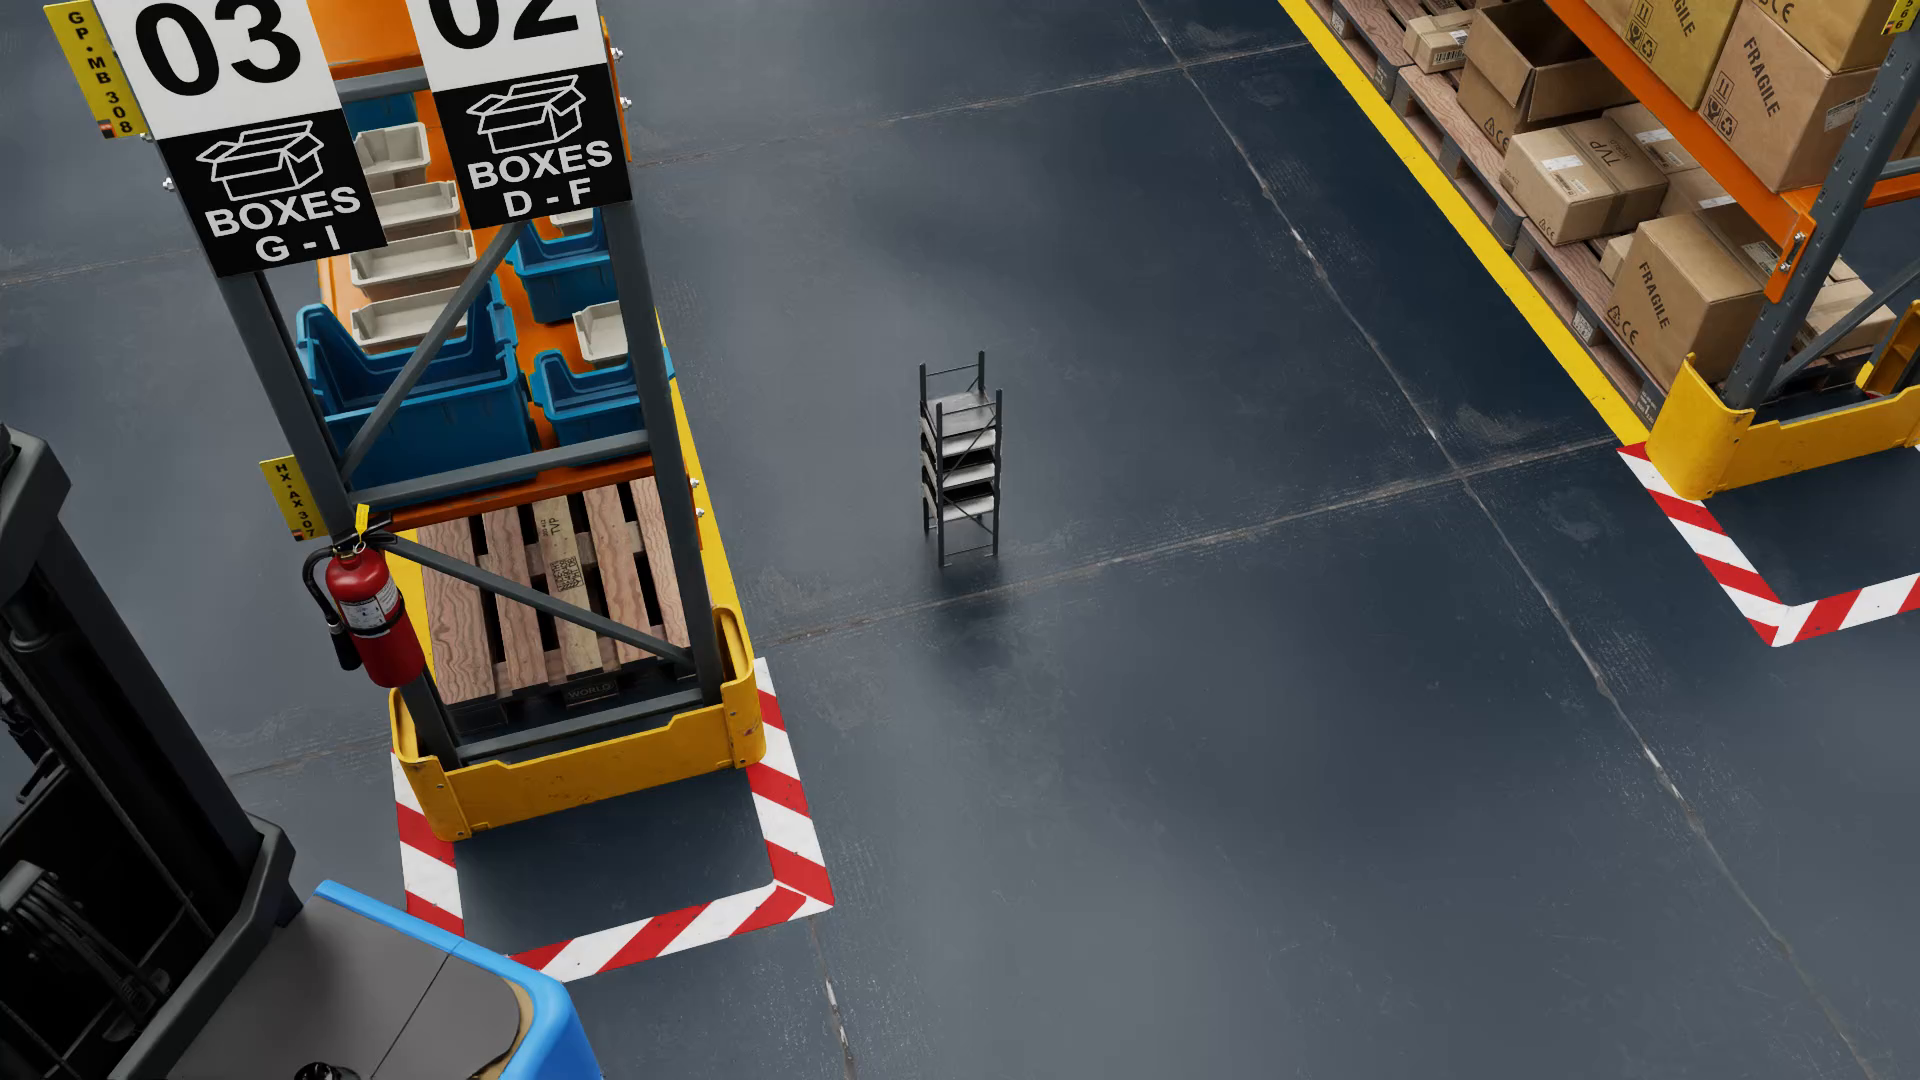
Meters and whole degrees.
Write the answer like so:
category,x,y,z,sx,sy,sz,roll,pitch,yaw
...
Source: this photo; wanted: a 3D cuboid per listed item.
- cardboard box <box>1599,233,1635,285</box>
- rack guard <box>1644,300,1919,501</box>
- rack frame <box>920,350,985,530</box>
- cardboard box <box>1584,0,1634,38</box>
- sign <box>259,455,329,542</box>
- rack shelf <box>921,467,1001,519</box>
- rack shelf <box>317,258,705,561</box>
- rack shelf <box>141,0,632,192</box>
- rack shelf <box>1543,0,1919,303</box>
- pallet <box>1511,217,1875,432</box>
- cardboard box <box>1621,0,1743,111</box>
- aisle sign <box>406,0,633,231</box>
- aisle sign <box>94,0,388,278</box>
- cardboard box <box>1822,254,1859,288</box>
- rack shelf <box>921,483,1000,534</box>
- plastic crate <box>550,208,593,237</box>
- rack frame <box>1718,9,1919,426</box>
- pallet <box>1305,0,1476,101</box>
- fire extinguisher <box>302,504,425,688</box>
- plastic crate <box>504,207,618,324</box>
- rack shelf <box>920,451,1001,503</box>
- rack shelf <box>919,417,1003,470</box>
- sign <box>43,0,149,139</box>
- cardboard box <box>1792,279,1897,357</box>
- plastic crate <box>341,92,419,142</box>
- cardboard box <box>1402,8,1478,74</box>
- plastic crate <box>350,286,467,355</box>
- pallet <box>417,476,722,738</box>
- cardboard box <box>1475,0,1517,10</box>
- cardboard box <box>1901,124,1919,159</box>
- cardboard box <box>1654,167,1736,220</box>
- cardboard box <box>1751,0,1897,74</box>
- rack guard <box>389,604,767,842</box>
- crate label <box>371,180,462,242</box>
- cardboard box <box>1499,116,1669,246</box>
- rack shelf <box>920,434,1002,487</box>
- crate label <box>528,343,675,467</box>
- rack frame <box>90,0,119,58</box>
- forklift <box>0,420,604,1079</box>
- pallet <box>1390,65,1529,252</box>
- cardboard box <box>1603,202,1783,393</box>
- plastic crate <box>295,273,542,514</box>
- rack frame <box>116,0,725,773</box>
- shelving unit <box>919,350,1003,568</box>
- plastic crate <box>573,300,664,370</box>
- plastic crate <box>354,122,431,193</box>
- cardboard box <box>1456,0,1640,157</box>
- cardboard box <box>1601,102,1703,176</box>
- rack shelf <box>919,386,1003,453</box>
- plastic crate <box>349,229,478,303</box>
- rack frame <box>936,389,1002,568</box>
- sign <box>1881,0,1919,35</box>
category,x,y,z,sx,sy,sz,roll,pitch,yaw
cardboard box,3.003,-1.199,7.154,0.380,0.166,0.250,-13,51,-11
rack guard,3.410,-0.563,6.687,1.175,0.500,0.348,-13,51,-11
rack frame,-0.028,-0.358,6.253,0.240,0.900,0.006,-13,51,-11
cardboard box,2.741,-2.355,6.497,0.500,0.500,0.500,-13,51,-11
sign,-1.821,-0.112,4.566,0.100,0.325,0.005,-13,51,-11
rack shelf,0.002,-0.205,6.285,0.258,0.077,0.200,-13,51,-11
rack shelf,-1.892,-1.425,6.249,1.077,0.370,4.000,-13,51,-11
rack shelf,-1.892,-2.391,5.102,1.077,0.370,4.000,-13,51,-11
rack shelf,2.841,-2.542,7.191,1.077,0.370,4.000,-13,51,-11
pallet,3.174,-1.052,7.288,1.003,0.211,1.213,-13,51,-11
cardboard box,2.884,-1.989,6.189,0.500,0.500,0.500,-13,51,-11
aisle sign,-0.995,-1.048,3.761,0.394,0.787,0.004,-13,51,-11
aisle sign,-1.559,-0.915,3.649,0.394,0.787,0.004,-13,51,-11
cardboard box,3.563,-1.108,7.077,0.380,0.166,0.250,-13,51,-11
rack shelf,0.002,-0.147,6.354,0.258,0.077,0.200,-13,51,-11
plastic crate,-1.275,-1.133,5.666,0.250,0.136,0.298,-13,51,-11
rack frame,3.433,-1.313,5.685,1.000,3.000,0.127,-13,51,-11
pallet,2.452,-2.834,8.791,1.003,0.211,1.213,-13,51,-11
fire extinguisher,-1.690,0.162,4.735,0.296,0.674,0.183,-13,51,-11
plastic crate,-1.253,-0.897,5.404,0.416,0.233,0.300,-13,51,-11
rack shelf,0.002,-0.263,6.216,0.258,0.077,0.200,-13,51,-11
rack shelf,0.002,-0.379,6.078,0.258,0.077,0.200,-13,51,-11
sign,-1.821,-0.993,3.521,0.100,0.325,0.005,-13,51,-11
cardboard box,3.637,-0.919,6.930,0.380,0.149,0.250,-13,51,-11
plastic crate,-2.152,-1.603,6.000,0.416,0.233,0.300,-13,51,-11
cardboard box,2.433,-2.478,8.232,0.380,0.166,0.250,-13,51,-11
plastic crate,-1.714,-0.685,5.288,0.396,0.136,0.243,-13,51,-11
pallet,-1.507,0.092,6.324,1.003,0.211,1.213,-13,51,-11
cardboard box,2.911,-2.610,8.249,0.500,0.311,0.500,-13,51,-11
cardboard box,3.553,-1.729,5.970,0.500,0.500,0.500,-12,51,-10
cardboard box,3.395,-1.395,7.264,0.500,0.250,0.500,-13,51,-11
cardboard box,3.038,-1.930,5.486,0.500,0.500,0.500,-14,51,-11
rack guard,-1.281,0.625,5.686,1.175,0.500,0.348,-13,51,-11
crate label,-1.892,-1.098,5.636,0.396,0.136,0.243,-13,51,-11
cardboard box,2.784,-1.611,7.446,0.500,0.250,0.500,-13,51,-11
rack shelf,0.002,-0.321,6.147,0.258,0.077,0.200,-13,51,-11
crate label,-1.059,-0.416,4.999,0.416,0.233,0.303,-13,51,-11
rack frame,-1.300,-2.129,2.449,1.000,3.000,0.127,-13,51,-11
forklift,-2.530,0.766,3.977,3.031,2.935,1.130,18,52,15
pallet,2.816,-1.941,8.038,1.003,0.211,1.213,-13,51,-11
cardboard box,3.037,-0.991,6.760,0.500,0.500,0.500,-13,51,-11
plastic crate,-1.578,-0.429,4.877,0.616,0.435,0.499,-13,51,-11
rack frame,-1.300,-0.196,4.743,1.000,3.000,0.127,-13,51,-11
shelving unit,0.002,-0.284,6.191,0.258,0.900,0.210,-13,51,-11
plastic crate,-1.074,-0.638,5.249,0.250,0.136,0.298,-13,51,-11
plastic crate,-1.997,-1.310,5.815,0.298,0.136,0.250,-13,51,-11
cardboard box,2.810,-2.201,7.778,0.797,0.503,0.637,-13,51,-11
cardboard box,3.247,-1.760,7.572,0.500,0.250,0.500,-13,51,-11
rack shelf,0.002,-0.437,6.010,0.258,0.077,0.200,-13,51,-11
plastic crate,-1.786,-0.900,5.469,0.396,0.136,0.243,-13,51,-11
rack frame,0.032,-0.210,6.128,0.240,0.900,0.006,-13,51,-11
sign,2.897,-1.677,5.028,0.100,0.325,0.005,-13,51,-11
